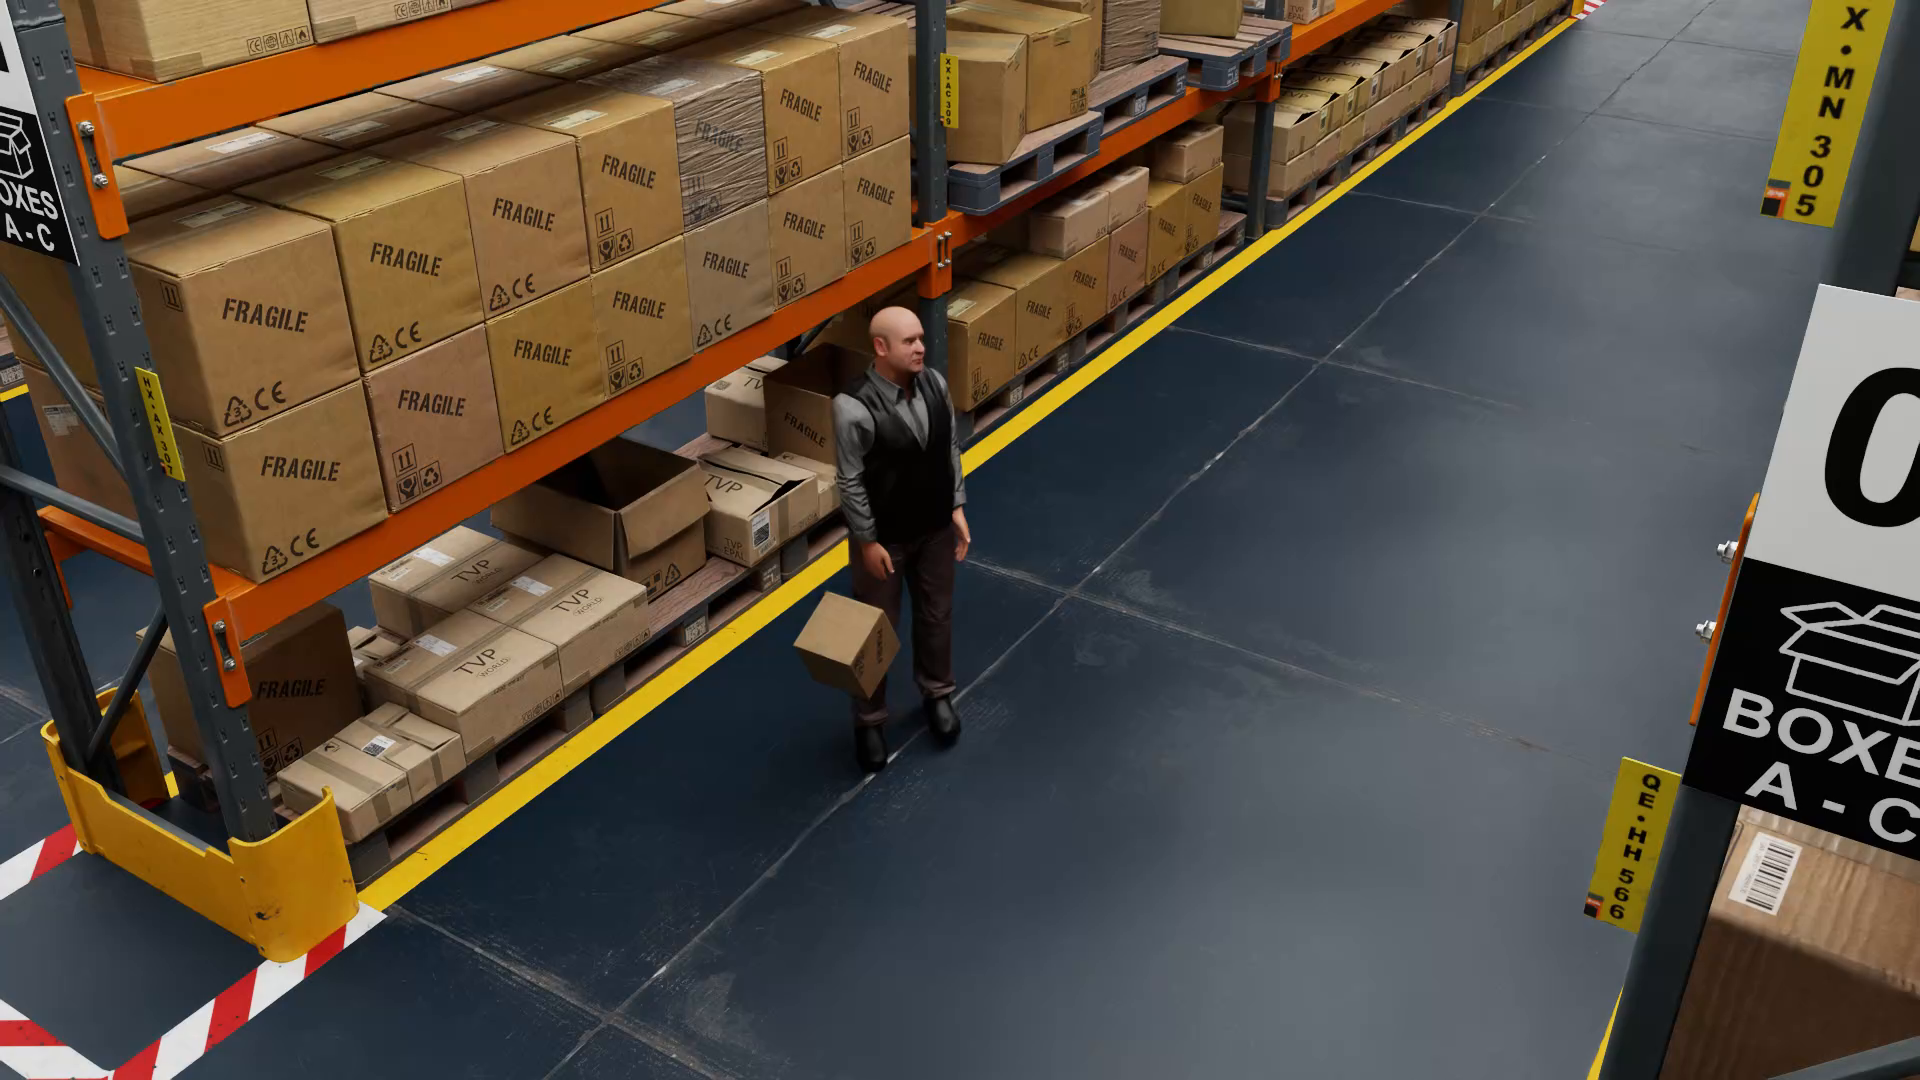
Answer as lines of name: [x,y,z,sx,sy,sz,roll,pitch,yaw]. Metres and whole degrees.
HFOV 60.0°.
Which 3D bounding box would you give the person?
person: [-0.221,-0.013,6.138,0.582,1.733,0.444,-23,37,-34]
